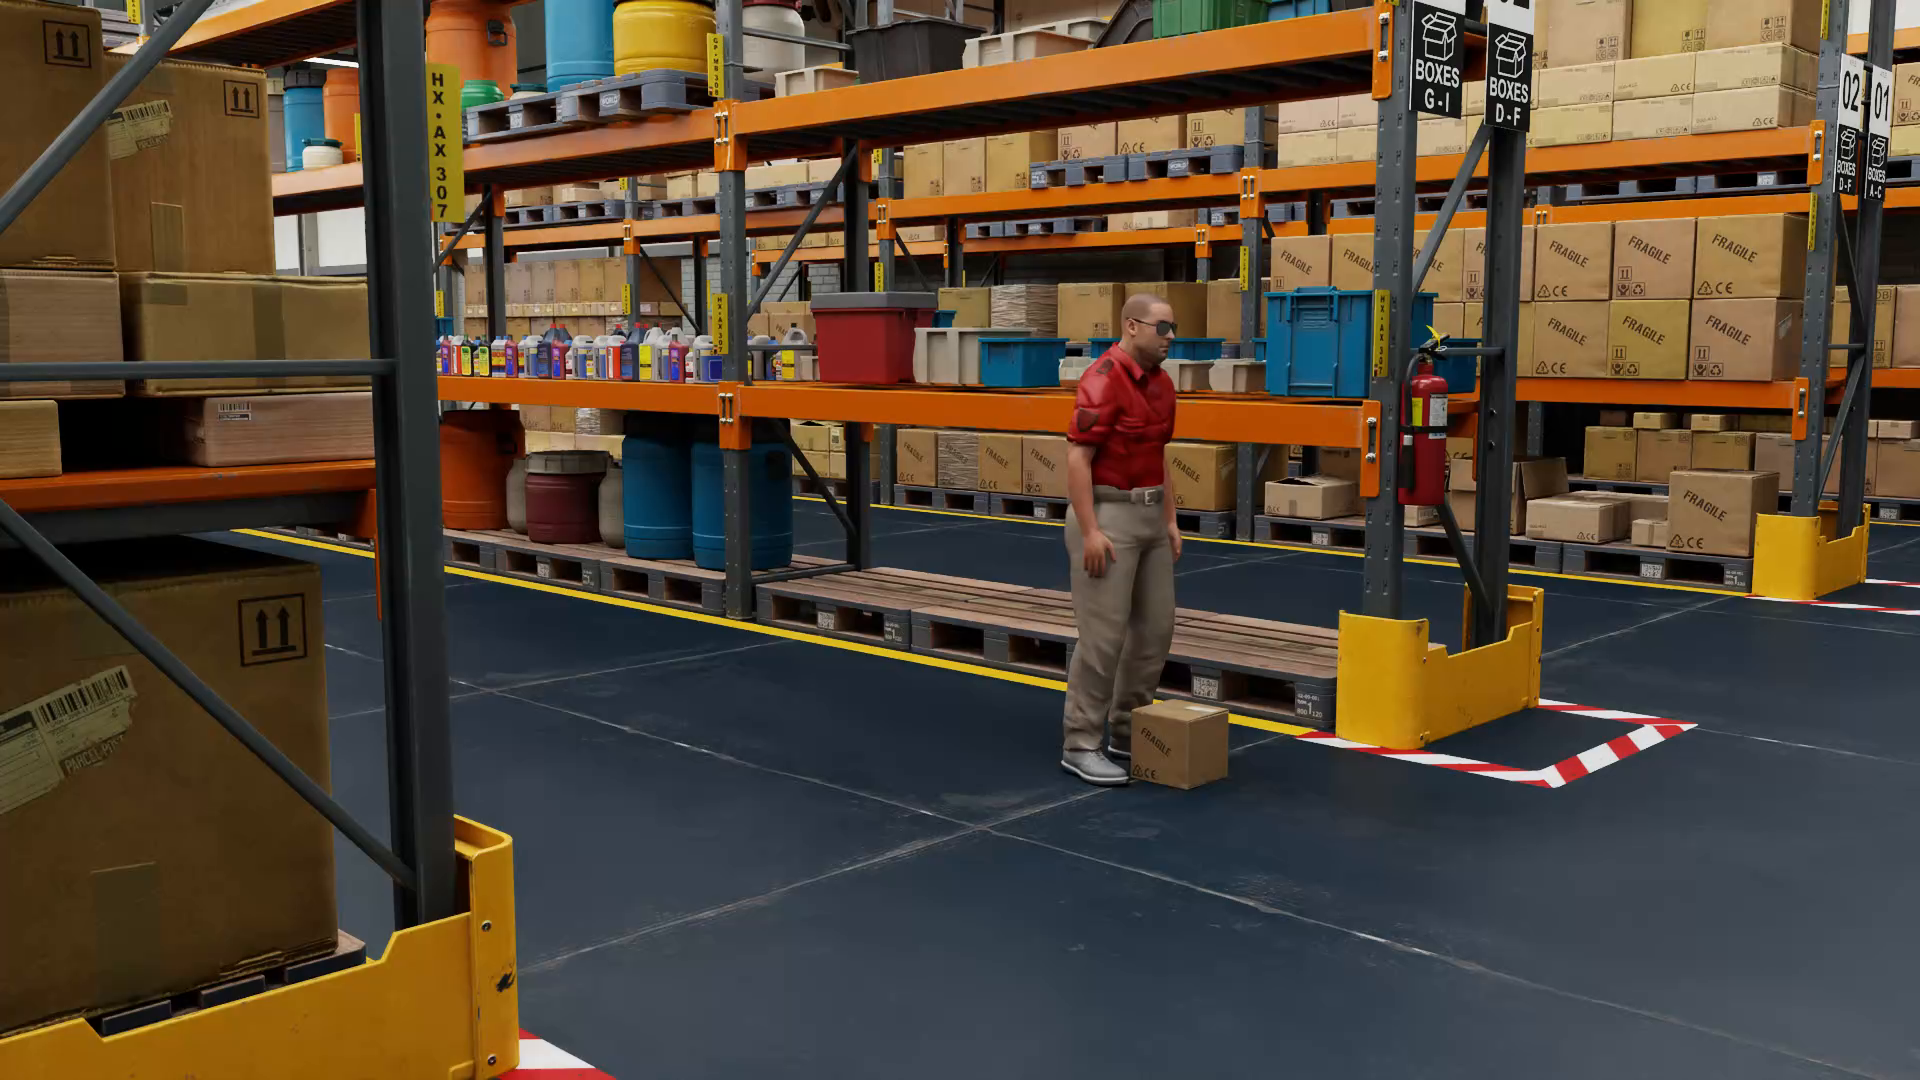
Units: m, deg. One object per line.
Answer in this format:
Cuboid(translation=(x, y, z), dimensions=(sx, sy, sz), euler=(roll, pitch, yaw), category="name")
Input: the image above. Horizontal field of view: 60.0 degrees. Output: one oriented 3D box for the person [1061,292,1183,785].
Cuboid(translation=(0.602, -0.028, 6.034), dimensions=(0.388, 1.727, 0.606), euler=(6, 9, 40), category="person")
